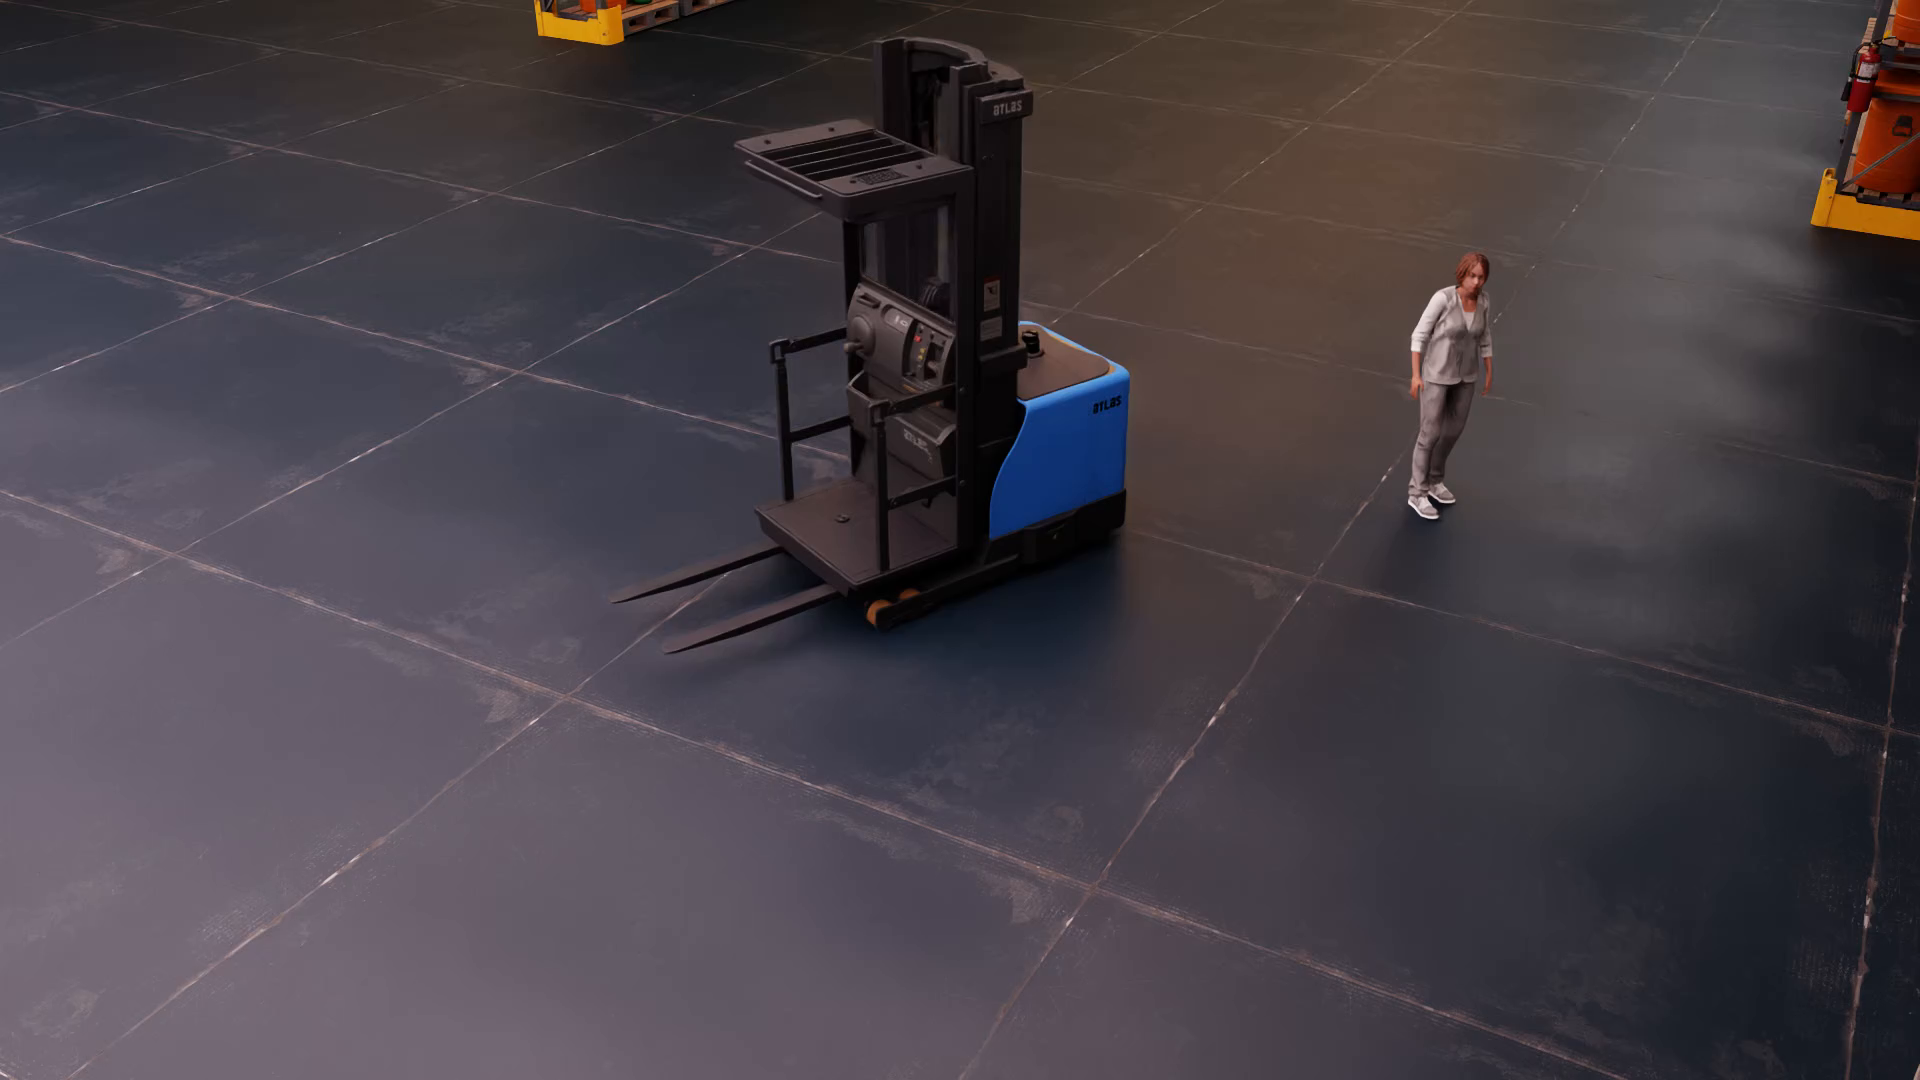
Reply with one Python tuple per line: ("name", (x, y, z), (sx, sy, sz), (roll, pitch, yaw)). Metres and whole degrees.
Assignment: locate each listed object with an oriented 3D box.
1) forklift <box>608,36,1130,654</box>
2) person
("forklift", (-0.495, -1.075, 8.933), (3.031, 2.935, 1.130), (-20, 36, -31))
("person", (2.992, -0.935, 10.024), (0.560, 1.602, 0.457), (-10, 32, -17))
